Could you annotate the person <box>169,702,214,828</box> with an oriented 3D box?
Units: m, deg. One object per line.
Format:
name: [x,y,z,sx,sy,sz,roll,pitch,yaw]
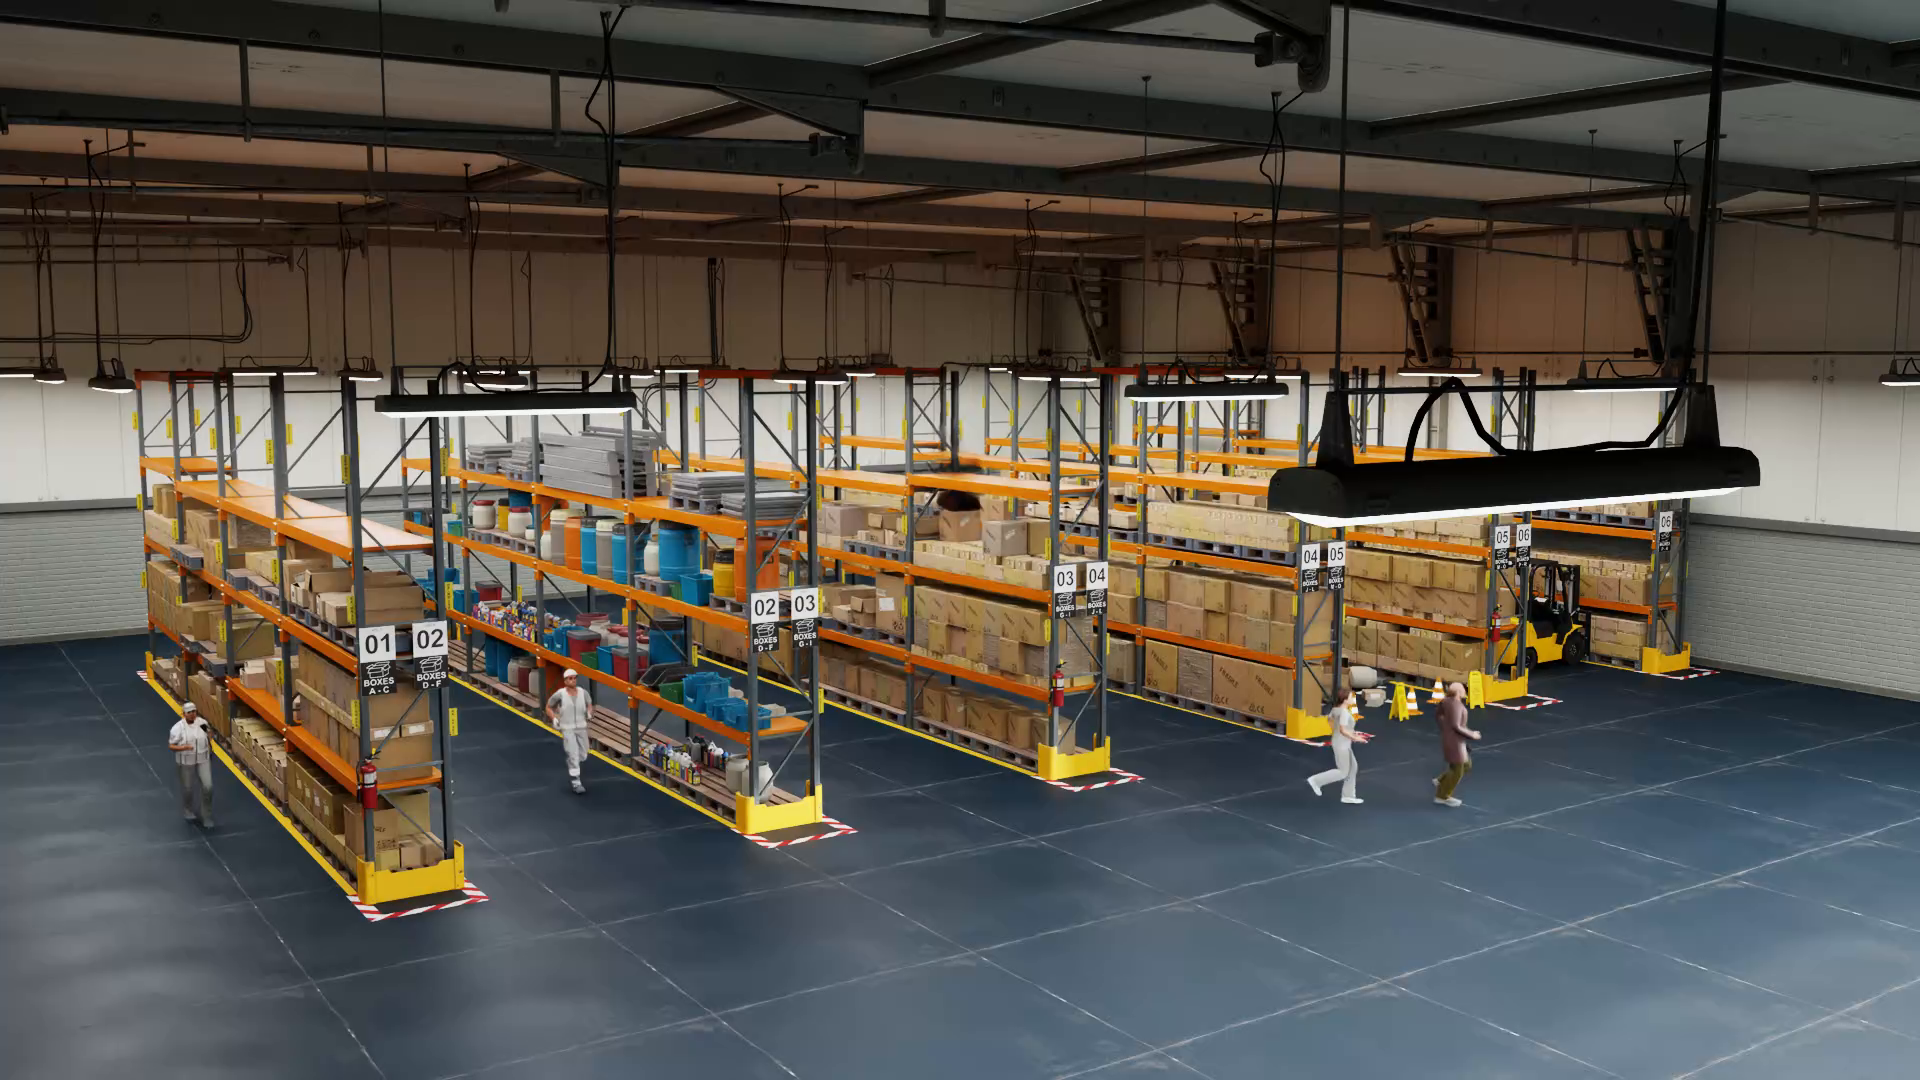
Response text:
person: [-10.265,3.013,22.258,0.583,1.725,0.746,-5,8,-36]

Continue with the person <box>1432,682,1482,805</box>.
person: [6.947,2.845,23.240,0.618,1.744,0.709,1,6,7]

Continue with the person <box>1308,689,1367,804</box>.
person: [5.273,2.894,23.326,0.801,1.637,0.554,0,6,0]

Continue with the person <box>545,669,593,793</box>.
person: [-5.627,2.741,24.109,0.669,1.760,0.868,-4,8,-34]

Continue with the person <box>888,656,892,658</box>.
person: [-1.508,1.562,34.725,0.660,1.746,0.578,-4,8,-32]
